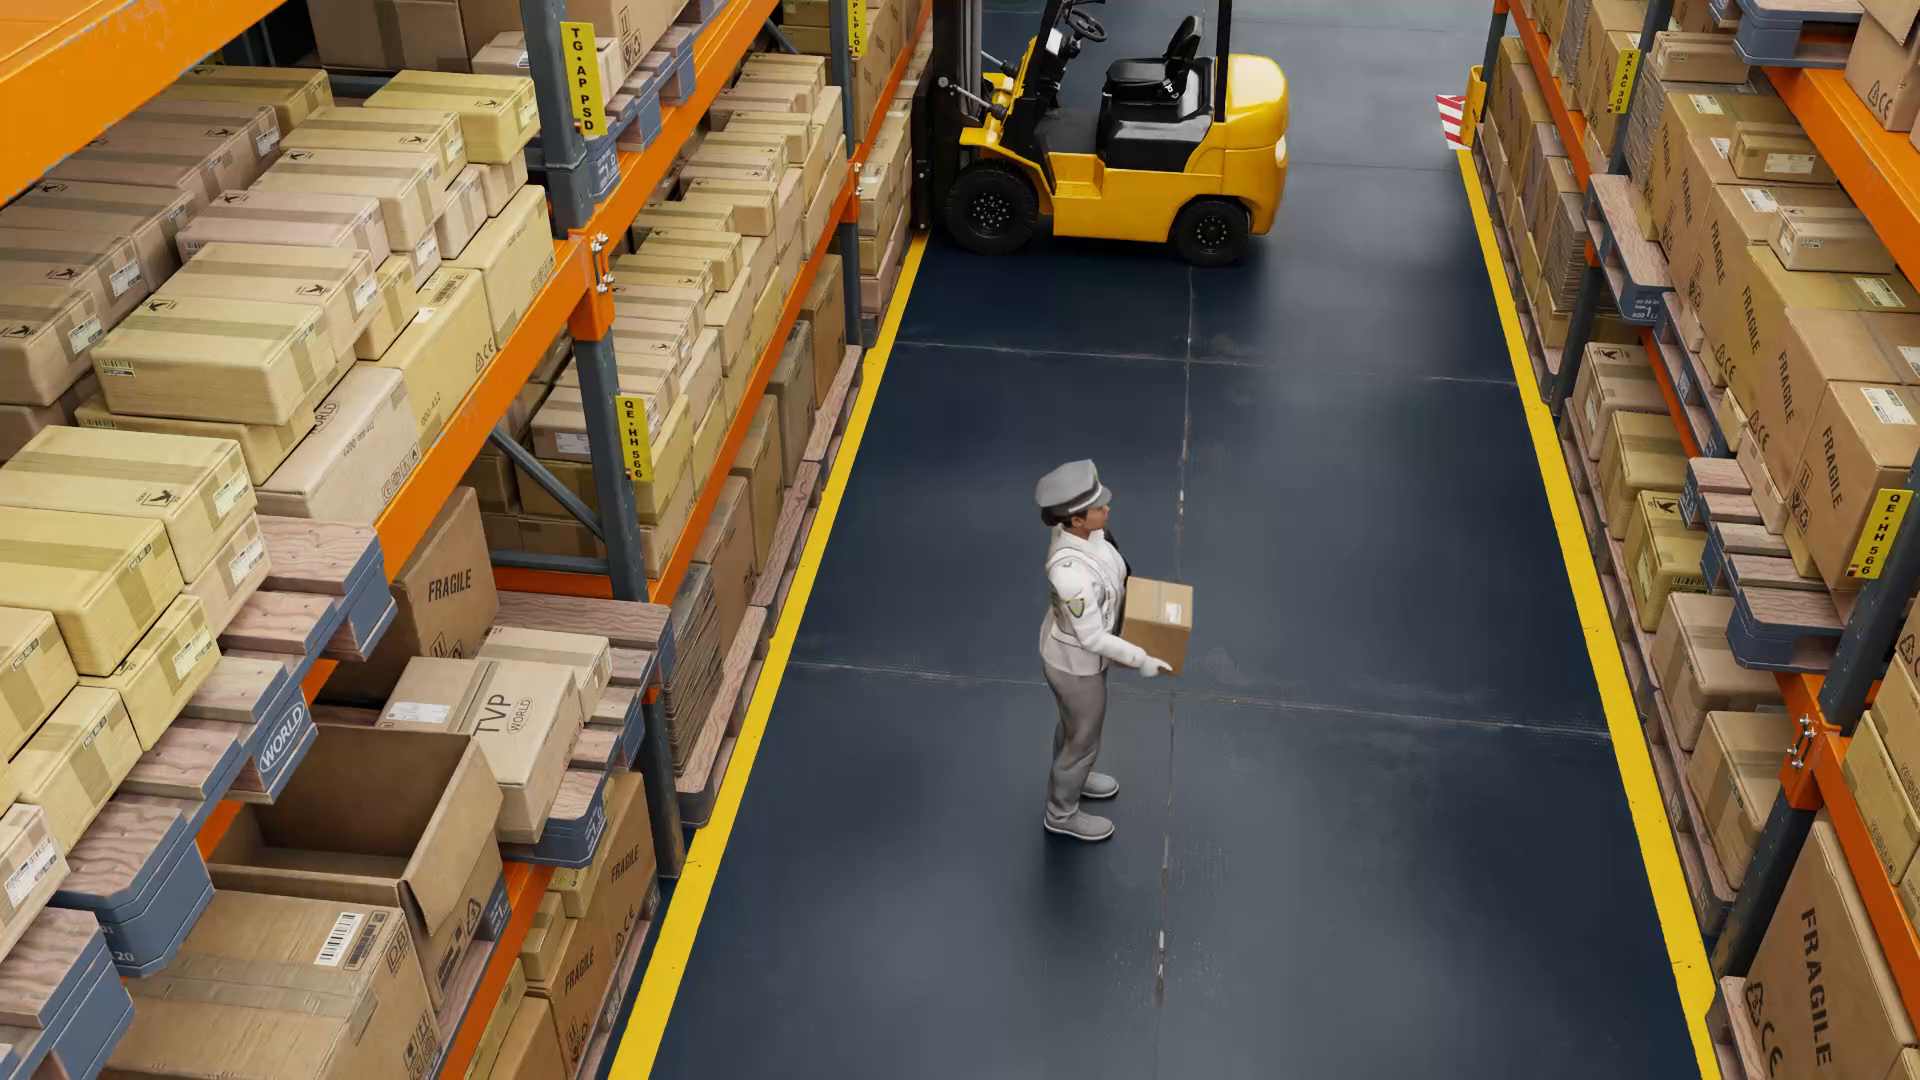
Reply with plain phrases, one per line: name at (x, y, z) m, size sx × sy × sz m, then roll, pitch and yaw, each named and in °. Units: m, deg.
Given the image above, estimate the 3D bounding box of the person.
person at (0.542, 0.437, 6.418) m, size 0.550 × 1.690 × 0.469 m, roll 4°, pitch 37°, yaw 6°
